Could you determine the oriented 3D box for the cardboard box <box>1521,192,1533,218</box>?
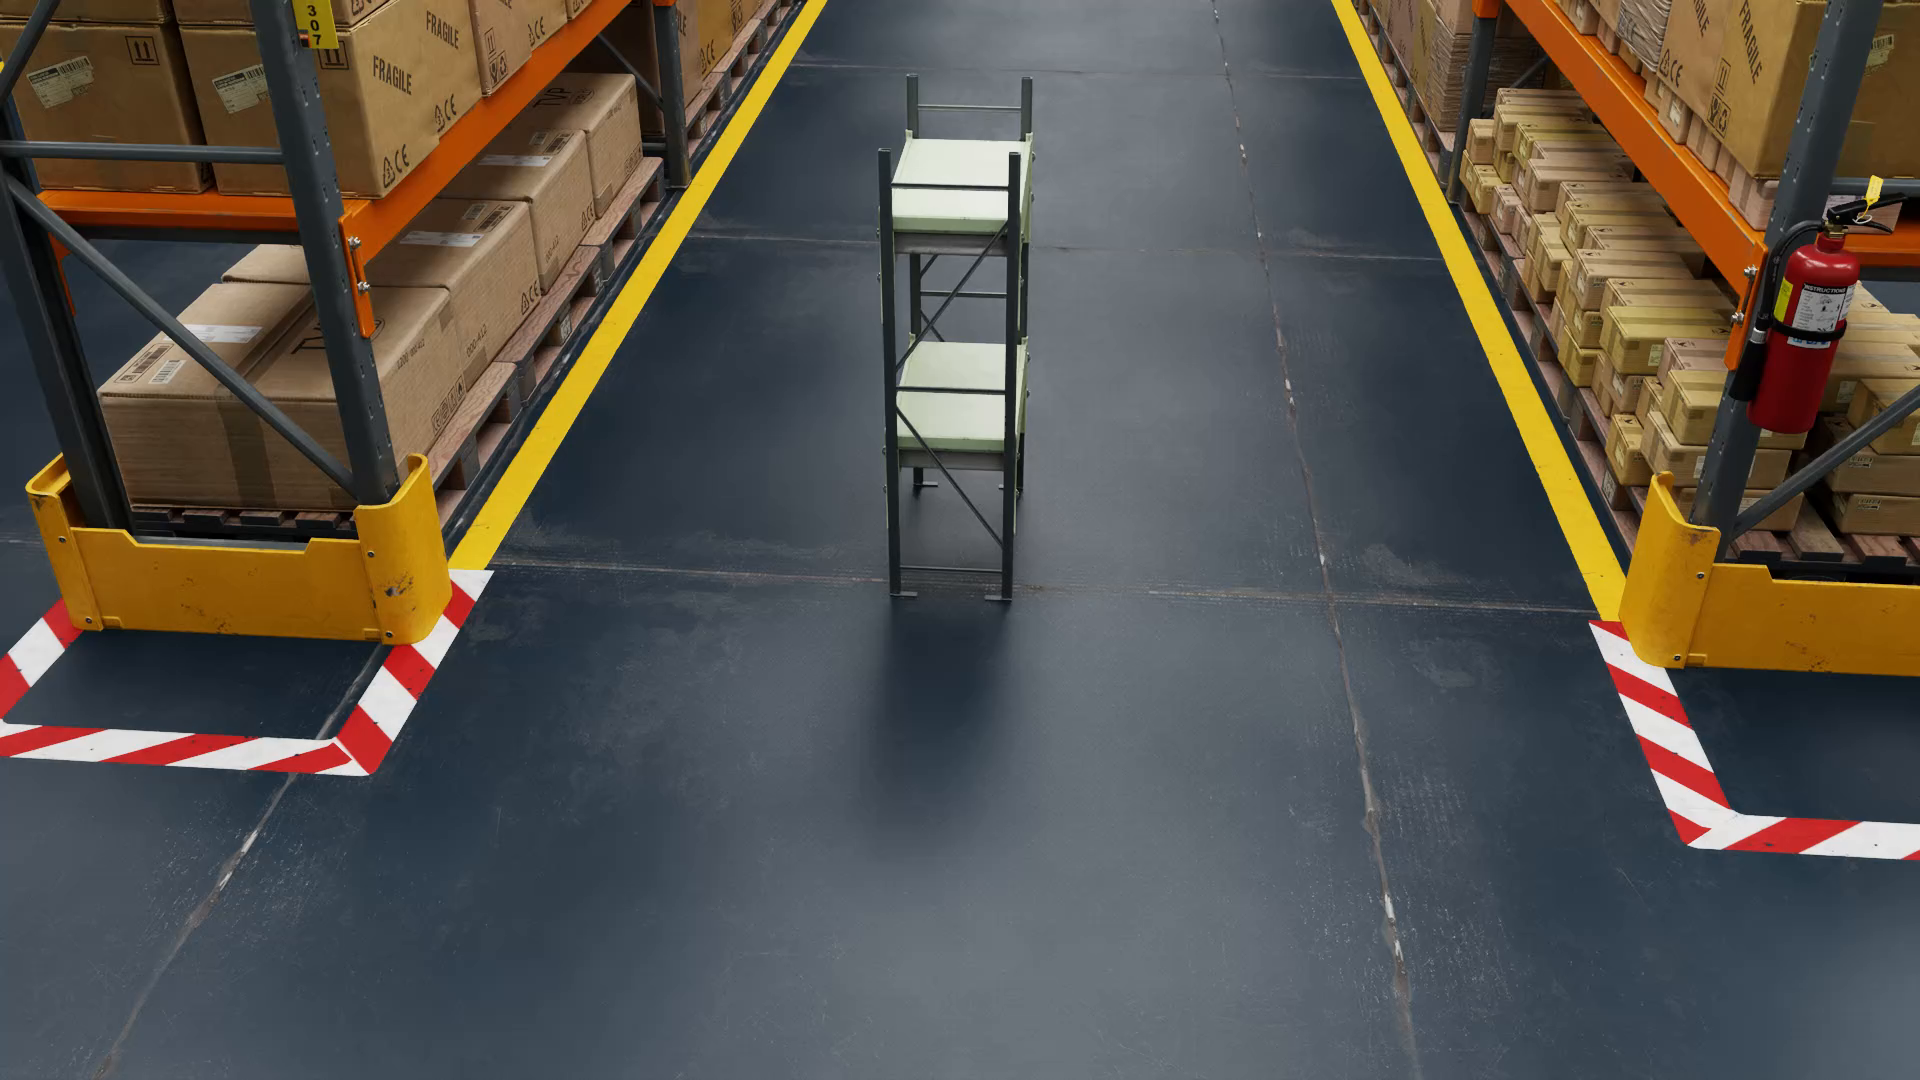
[{"bbox_3d":[2.726,-1.514,7.380,0.380,0.149,0.250,1,32,1],"label":"cardboard box"}]

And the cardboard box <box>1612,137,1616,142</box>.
[{"bbox_3d":[3.305,-1.917,8.036,0.380,0.149,0.250,3,32,5],"label":"cardboard box"}]

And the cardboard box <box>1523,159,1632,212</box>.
[{"bbox_3d":[2.626,-1.508,7.088,0.380,0.149,0.250,3,32,5],"label":"cardboard box"}]

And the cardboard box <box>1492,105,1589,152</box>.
[{"bbox_3d":[2.698,-1.909,7.739,0.380,0.149,0.250,4,32,6],"label":"cardboard box"}]

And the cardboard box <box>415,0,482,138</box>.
[{"bbox_3d":[-1.915,-1.618,5.421,0.500,0.500,0.500,2,32,3],"label":"cardboard box"}]

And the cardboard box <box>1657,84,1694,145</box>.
[{"bbox_3d":[2.494,-1.383,5.374,0.380,0.149,0.250,3,32,5],"label":"cardboard box"}]

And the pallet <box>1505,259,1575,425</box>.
[{"bbox_3d":[2.898,-0.824,6.887,1.003,0.211,1.213,2,32,4],"label":"pallet"}]

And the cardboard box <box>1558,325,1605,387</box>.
[{"bbox_3d":[2.516,-0.701,6.345,0.380,0.149,0.250,1,32,2],"label":"cardboard box"}]

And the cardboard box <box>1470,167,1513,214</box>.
[{"bbox_3d":[2.642,-1.653,7.891,0.380,0.149,0.250,3,32,5],"label":"cardboard box"}]

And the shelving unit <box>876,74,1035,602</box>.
[{"bbox_3d":[0.001,-0.642,5.362,0.431,1.500,0.755,2,32,4],"label":"shelving unit"}]

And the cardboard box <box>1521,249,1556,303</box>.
[{"bbox_3d":[2.599,-1.112,7.013,0.380,0.149,0.250,2,32,3],"label":"cardboard box"}]

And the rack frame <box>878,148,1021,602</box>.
[{"bbox_3d":[-0.029,-0.451,5.052,0.400,1.500,0.023,2,32,4],"label":"rack frame"}]

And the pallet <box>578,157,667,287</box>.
[{"bbox_3d":[-2.068,-1.581,8.114,1.003,0.211,1.213,2,32,4],"label":"pallet"}]

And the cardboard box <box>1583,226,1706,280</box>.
[{"bbox_3d":[2.634,-1.097,6.421,0.380,0.149,0.250,1,32,2],"label":"cardboard box"}]

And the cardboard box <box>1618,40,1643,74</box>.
[{"bbox_3d":[2.631,-1.797,6.046,0.380,0.149,0.250,3,32,5],"label":"cardboard box"}]

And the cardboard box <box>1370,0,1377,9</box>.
[{"bbox_3d":[3.028,-3.851,11.122,0.500,0.500,0.500,1,32,2],"label":"cardboard box"}]

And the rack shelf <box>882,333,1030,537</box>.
[{"bbox_3d":[0.001,-0.364,5.533,0.431,0.370,0.720,2,32,4],"label":"rack shelf"}]

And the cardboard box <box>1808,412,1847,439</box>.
[{"bbox_3d":[3.065,-0.408,5.586,0.380,0.149,0.250,2,32,4],"label":"cardboard box"}]

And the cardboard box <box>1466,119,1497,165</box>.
[{"bbox_3d":[2.666,-1.920,8.040,0.380,0.149,0.250,4,32,6],"label":"cardboard box"}]

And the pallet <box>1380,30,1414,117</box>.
[{"bbox_3d":[3.173,-2.864,10.195,1.003,0.211,1.213,2,32,4],"label":"pallet"}]

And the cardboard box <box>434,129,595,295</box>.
[{"bbox_3d":[-2.158,-1.459,7.300,0.875,0.438,0.875,2,32,3],"label":"cardboard box"}]

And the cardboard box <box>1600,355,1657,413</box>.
[{"bbox_3d":[2.487,-0.564,5.840,0.380,0.149,0.250,1,32,2],"label":"cardboard box"}]

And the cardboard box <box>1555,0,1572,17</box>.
[{"bbox_3d":[2.635,-2.212,6.720,0.380,0.149,0.250,3,32,5],"label":"cardboard box"}]

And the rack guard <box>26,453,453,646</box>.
[{"bbox_3d":[-2.255,0.006,5.264,1.175,0.500,0.348,2,32,4],"label":"rack guard"}]

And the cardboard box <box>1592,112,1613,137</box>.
[{"bbox_3d":[3.245,-2.025,7.927,0.380,0.149,0.250,3,32,5],"label":"cardboard box"}]

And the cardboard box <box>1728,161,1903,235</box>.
[{"bbox_3d":[2.433,-0.988,4.733,0.380,0.149,0.250,2,32,4],"label":"cardboard box"}]

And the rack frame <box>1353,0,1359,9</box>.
[{"bbox_3d":[3.340,-5.095,11.159,1.000,3.000,0.127,2,32,4],"label":"rack frame"}]

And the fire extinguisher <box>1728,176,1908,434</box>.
[{"bbox_3d":[2.208,-0.609,4.308,0.296,0.674,0.183,2,32,4],"label":"fire extinguisher"}]

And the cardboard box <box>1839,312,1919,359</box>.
[{"bbox_3d":[3.120,-0.666,5.721,0.380,0.149,0.250,2,32,4],"label":"cardboard box"}]

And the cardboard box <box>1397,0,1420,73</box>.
[{"bbox_3d":[2.911,-3.053,9.826,0.500,0.500,0.500,2,32,3],"label":"cardboard box"}]

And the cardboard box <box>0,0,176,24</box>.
[{"bbox_3d":[-2.452,-1.801,4.766,0.500,0.500,0.500,3,32,6],"label":"cardboard box"}]

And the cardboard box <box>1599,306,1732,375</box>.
[{"bbox_3d":[2.451,-0.688,5.757,0.380,0.149,0.250,2,32,3],"label":"cardboard box"}]

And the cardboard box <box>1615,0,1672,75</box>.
[{"bbox_3d":[2.547,-1.862,5.534,0.500,0.500,0.500,3,32,4],"label":"cardboard box"}]

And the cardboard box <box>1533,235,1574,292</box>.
[{"bbox_3d":[2.551,-1.114,6.732,0.380,0.149,0.250,3,32,4],"label":"cardboard box"}]

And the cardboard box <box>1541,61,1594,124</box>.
[{"bbox_3d":[3.339,-2.494,8.919,0.500,0.500,0.500,4,32,6],"label":"cardboard box"}]

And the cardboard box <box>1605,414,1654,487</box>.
[{"bbox_3d":[2.443,-0.300,5.695,0.380,0.149,0.250,3,32,5],"label":"cardboard box"}]

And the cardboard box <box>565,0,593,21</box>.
[{"bbox_3d":[-1.774,-2.419,6.721,0.500,0.500,0.500,2,32,3],"label":"cardboard box"}]

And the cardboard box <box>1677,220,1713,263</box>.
[{"bbox_3d":[3.082,-1.215,6.612,0.380,0.149,0.250,3,32,4],"label":"cardboard box"}]

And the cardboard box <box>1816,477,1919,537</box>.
[{"bbox_3d":[3.050,-0.138,5.431,0.380,0.149,0.250,3,32,5],"label":"cardboard box"}]

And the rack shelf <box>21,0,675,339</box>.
[{"bbox_3d":[-2.091,-1.810,6.514,1.077,0.370,4.000,2,32,4],"label":"rack shelf"}]

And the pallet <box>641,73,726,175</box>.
[{"bbox_3d":[-1.940,-2.382,9.414,1.003,0.211,1.213,2,32,4],"label":"pallet"}]

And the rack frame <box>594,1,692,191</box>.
[{"bbox_3d":[-1.928,-3.162,8.023,1.000,3.000,0.127,2,32,4],"label":"rack frame"}]

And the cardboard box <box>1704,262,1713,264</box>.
[{"bbox_3d":[3.066,-1.096,6.703,0.380,0.149,0.250,4,32,6],"label":"cardboard box"}]

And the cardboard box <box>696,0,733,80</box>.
[{"bbox_3d":[-1.891,-3.237,9.768,0.875,0.875,0.875,3,32,5],"label":"cardboard box"}]
